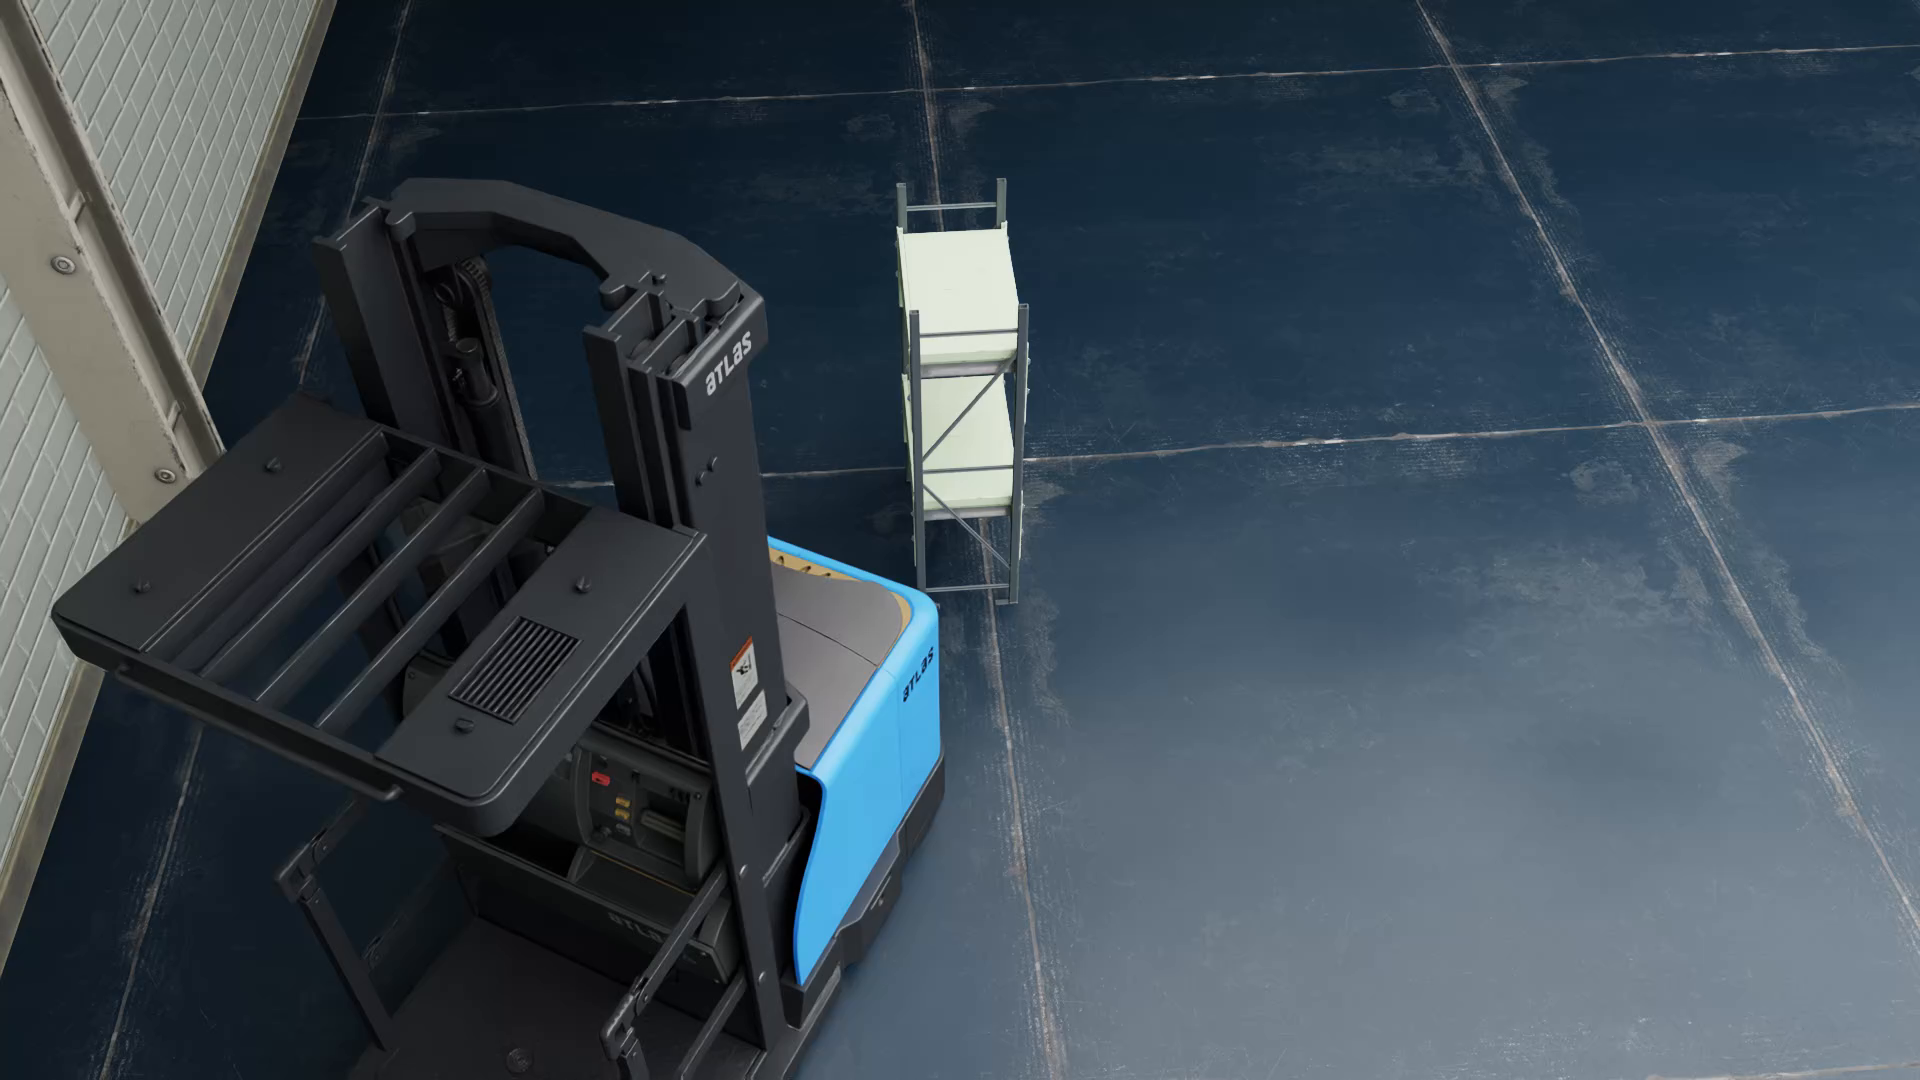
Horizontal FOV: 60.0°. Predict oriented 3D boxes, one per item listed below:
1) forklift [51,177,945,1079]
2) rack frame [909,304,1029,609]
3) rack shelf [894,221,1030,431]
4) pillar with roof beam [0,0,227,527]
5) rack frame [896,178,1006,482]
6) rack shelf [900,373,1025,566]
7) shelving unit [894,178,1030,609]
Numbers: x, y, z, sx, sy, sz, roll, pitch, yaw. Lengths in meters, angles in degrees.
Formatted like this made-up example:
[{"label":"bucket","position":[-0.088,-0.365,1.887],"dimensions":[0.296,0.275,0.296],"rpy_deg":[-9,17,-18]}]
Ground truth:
[{"label":"forklift","position":[-1.147,0.724,4.182],"dimensions":[1.130,2.935,3.031],"rpy_deg":[19,50,17]},{"label":"rack frame","position":[0.030,-0.256,6.096],"dimensions":[0.400,1.500,0.023],"rpy_deg":[-3,47,-3]},{"label":"rack shelf","position":[-0.001,-0.789,6.063],"dimensions":[0.431,0.370,0.720],"rpy_deg":[-3,47,-3]},{"label":"pillar with roof beam","position":[1.043,-3.488,3.992],"dimensions":[9.100,9.000,0.400],"rpy_deg":[-3,47,-3]},{"label":"rack frame","position":[-0.031,-0.785,6.597],"dimensions":[0.400,1.500,0.023],"rpy_deg":[-3,47,-3]},{"label":"rack shelf","position":[-0.001,-0.296,6.583],"dimensions":[0.431,0.370,0.720],"rpy_deg":[-3,47,-3]},{"label":"shelving unit","position":[-0.001,-0.521,6.347],"dimensions":[0.431,1.500,0.755],"rpy_deg":[-3,47,-3]}]
